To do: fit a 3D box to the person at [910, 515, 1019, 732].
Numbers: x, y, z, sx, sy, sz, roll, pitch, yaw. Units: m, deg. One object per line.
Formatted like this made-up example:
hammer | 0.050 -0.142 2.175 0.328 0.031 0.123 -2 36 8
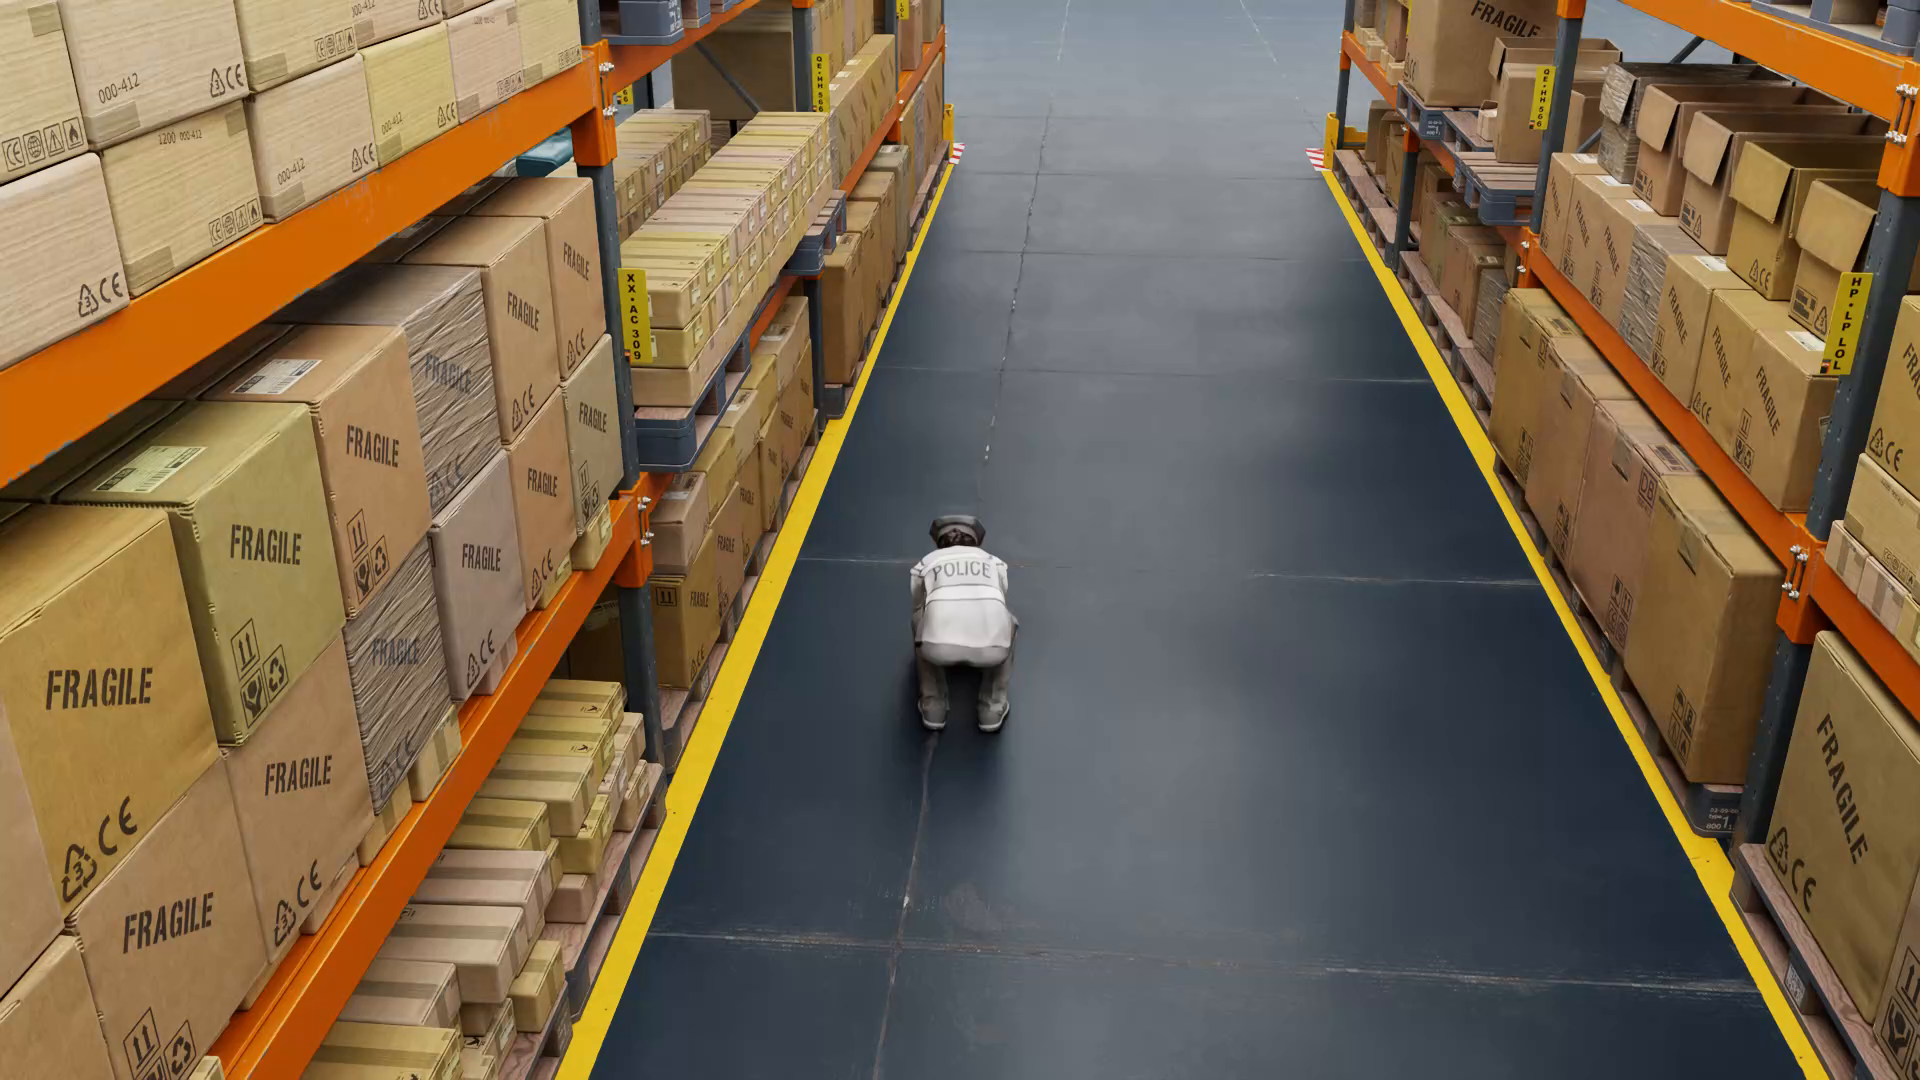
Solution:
person | 0.012 0.350 7.027 0.474 0.734 0.971 1 25 3
